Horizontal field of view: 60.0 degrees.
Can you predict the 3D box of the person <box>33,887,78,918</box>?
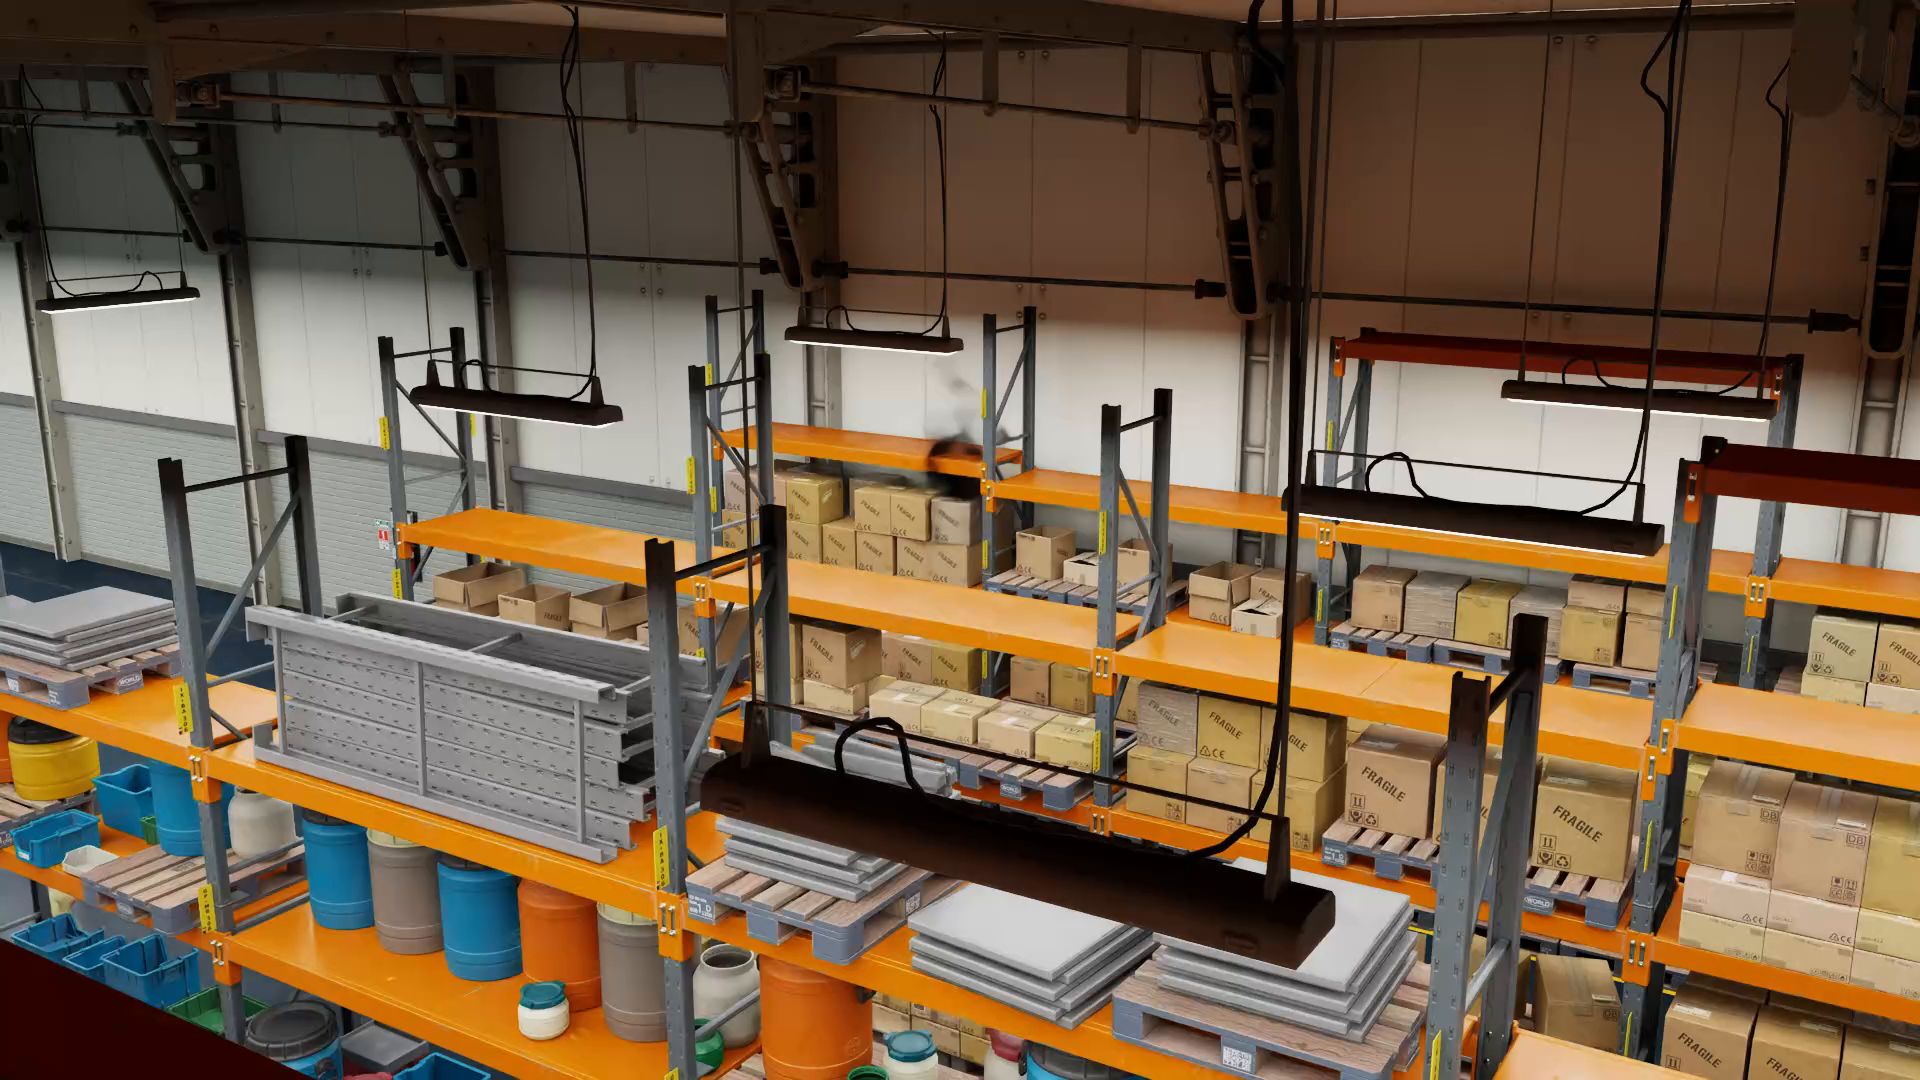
[{"bbox_3d":[-8.249,3.644,15.216,0.639,1.572,0.618,-2,14,-9],"label":"person"}]
